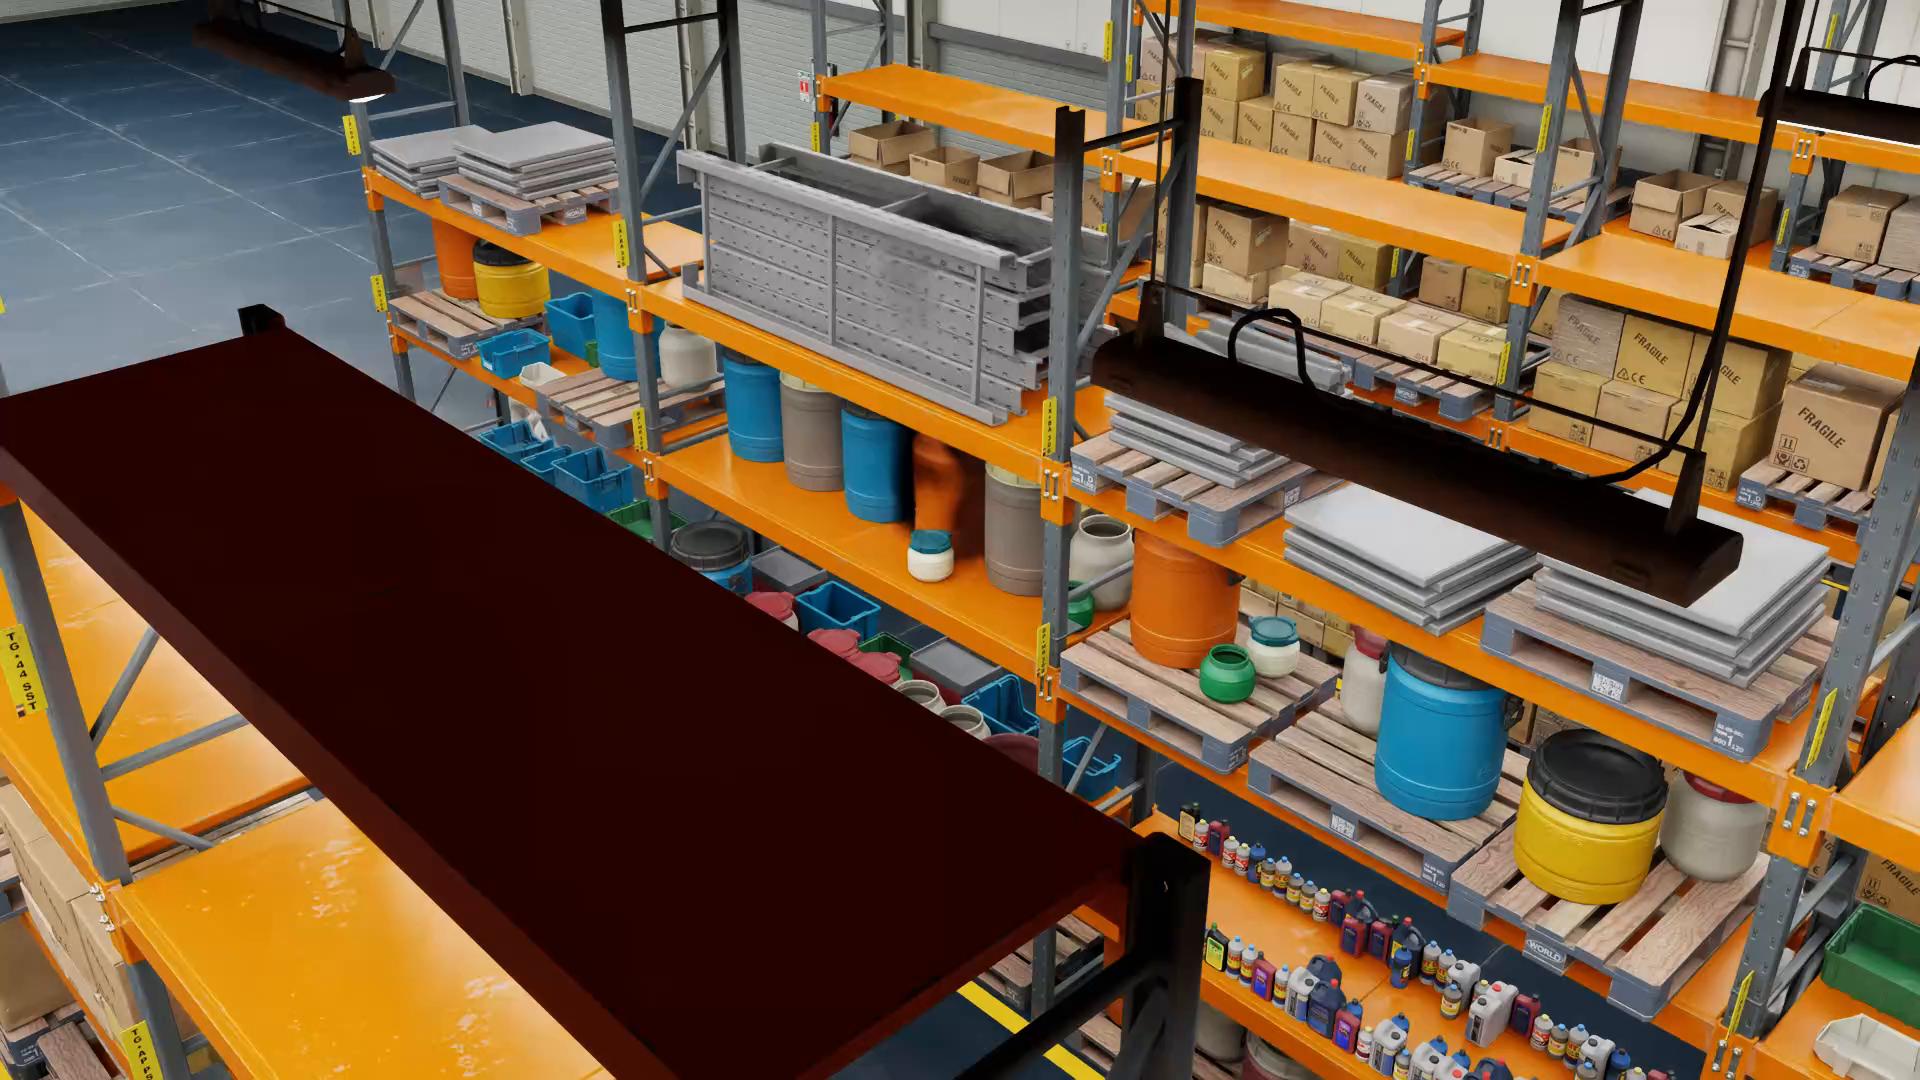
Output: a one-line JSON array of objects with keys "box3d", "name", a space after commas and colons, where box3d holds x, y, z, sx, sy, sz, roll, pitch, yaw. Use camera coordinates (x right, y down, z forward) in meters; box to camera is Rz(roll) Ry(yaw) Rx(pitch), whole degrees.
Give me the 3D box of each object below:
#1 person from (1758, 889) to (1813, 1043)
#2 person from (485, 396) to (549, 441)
[{"box3d": [4.945, 2.718, 10.000, 0.680, 1.710, 0.654, 17, 33, 28], "name": "person"}, {"box3d": [-4.378, -1.054, 16.882, 1.107, 1.756, 0.712, 0, 28, 0], "name": "person"}]
